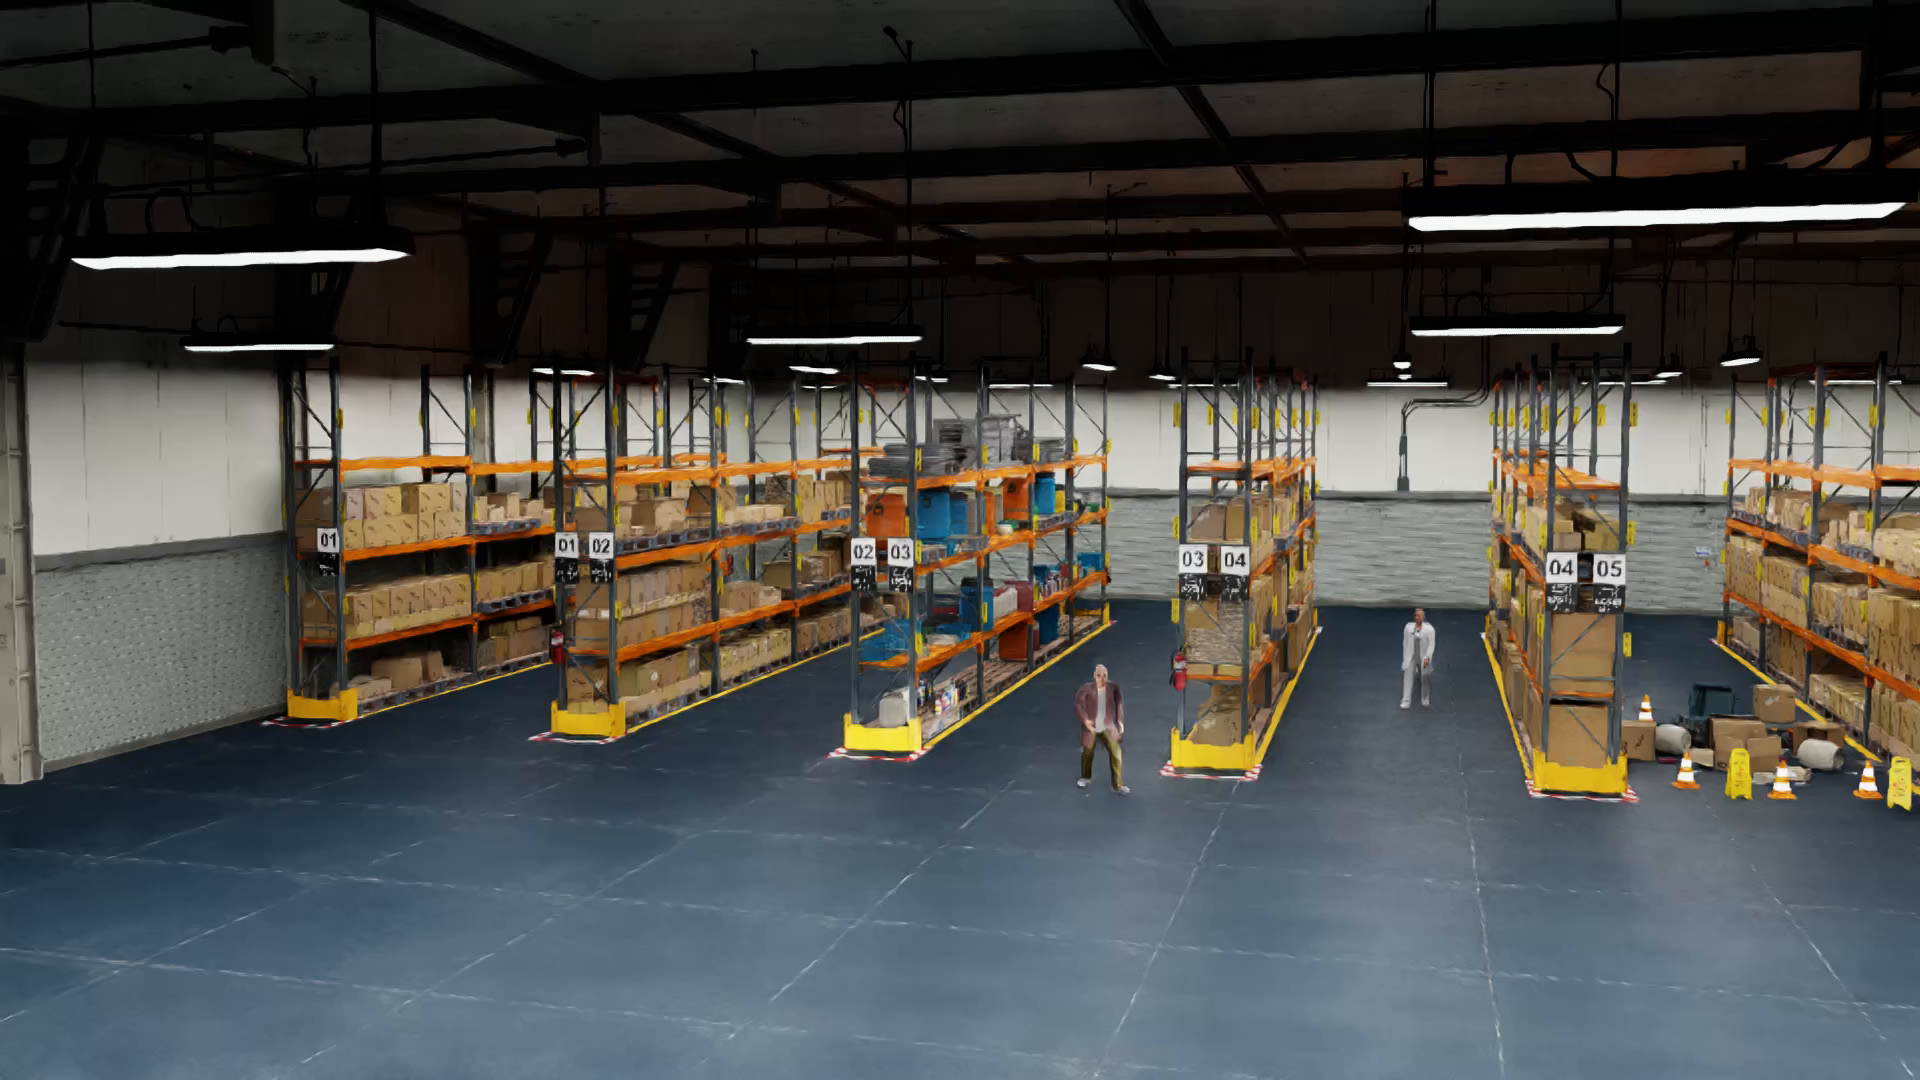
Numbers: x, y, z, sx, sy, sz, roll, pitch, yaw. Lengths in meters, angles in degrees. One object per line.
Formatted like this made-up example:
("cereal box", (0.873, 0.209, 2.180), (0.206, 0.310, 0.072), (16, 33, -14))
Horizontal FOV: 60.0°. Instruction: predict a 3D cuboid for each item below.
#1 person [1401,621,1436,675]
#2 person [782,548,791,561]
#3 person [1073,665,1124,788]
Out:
("person", (7.907, 1.844, 28.641), (0.571, 0.956, 0.552), (2, 5, 24))
("person", (-4.362, 1.001, 42.434), (0.346, 1.606, 0.549), (2, 5, 29))
("person", (1.858, 2.463, 22.255), (0.703, 1.635, 0.887), (0, 4, -1))
